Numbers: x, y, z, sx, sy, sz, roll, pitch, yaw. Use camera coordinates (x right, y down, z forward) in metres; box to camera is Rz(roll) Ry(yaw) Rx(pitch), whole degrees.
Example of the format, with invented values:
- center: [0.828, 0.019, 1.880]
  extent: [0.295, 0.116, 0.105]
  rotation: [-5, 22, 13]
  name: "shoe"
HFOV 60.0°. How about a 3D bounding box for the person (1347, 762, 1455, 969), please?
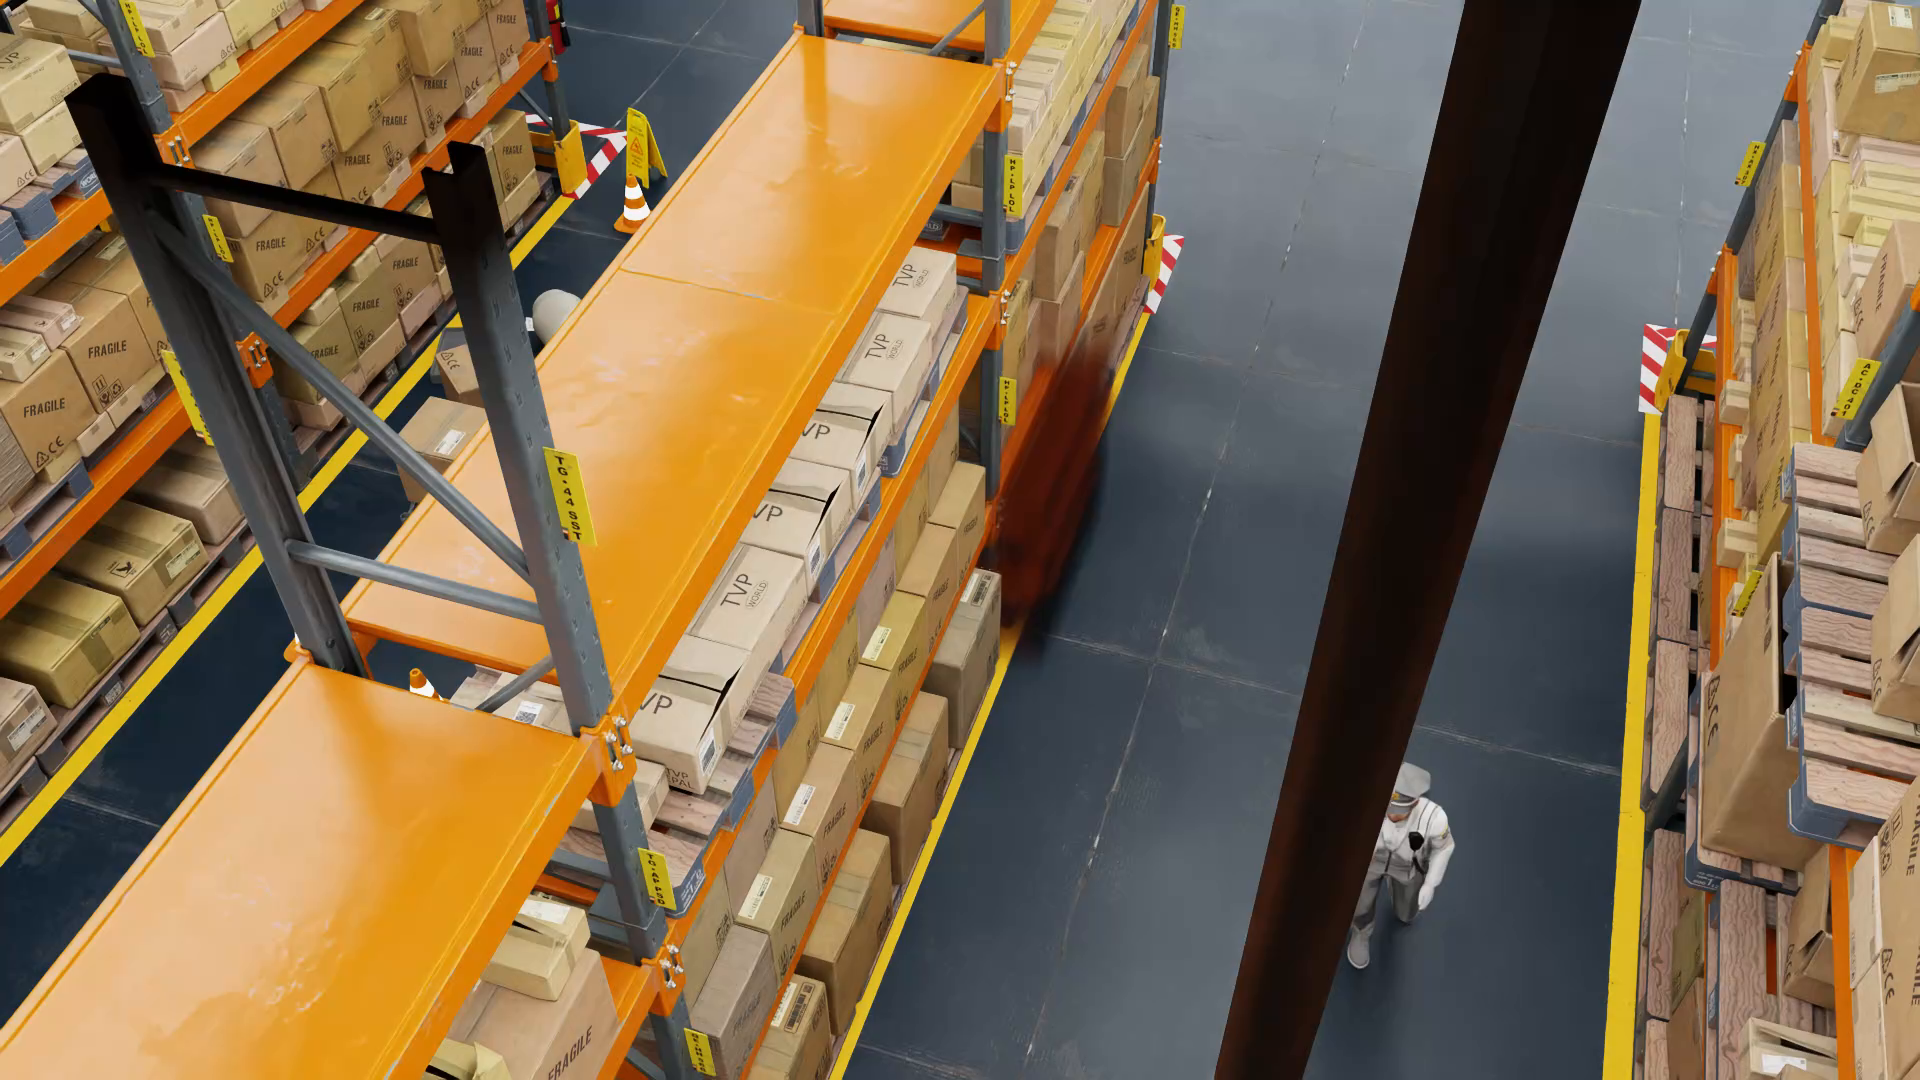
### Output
- center: [2.196, 1.577, 8.453]
  extent: [0.542, 1.646, 0.617]
  rotation: [15, 47, 14]
  name: "person"
